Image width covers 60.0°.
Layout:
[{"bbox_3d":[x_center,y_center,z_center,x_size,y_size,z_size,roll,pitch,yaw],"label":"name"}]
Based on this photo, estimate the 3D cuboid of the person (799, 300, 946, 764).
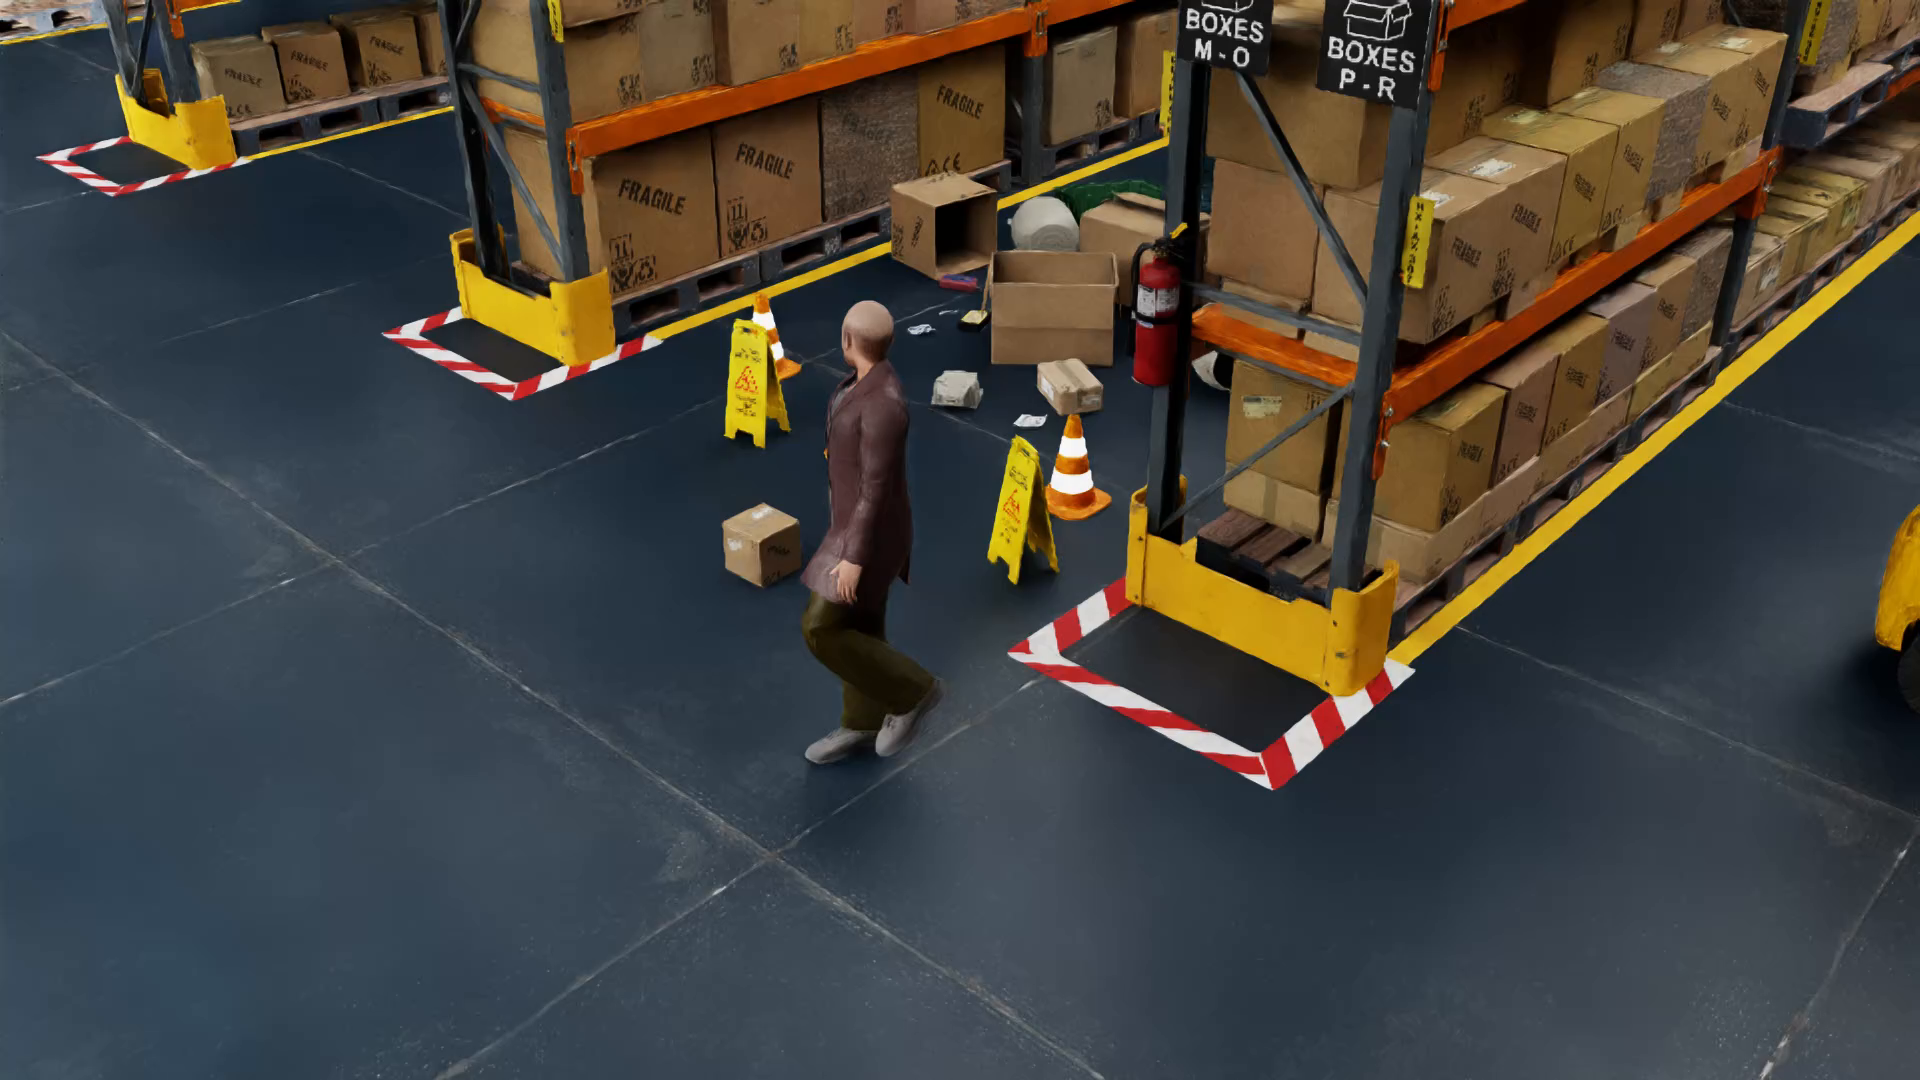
[{"bbox_3d":[-0.365,-0.013,6.181,0.547,1.764,0.682,-6,31,-9],"label":"person"}]
